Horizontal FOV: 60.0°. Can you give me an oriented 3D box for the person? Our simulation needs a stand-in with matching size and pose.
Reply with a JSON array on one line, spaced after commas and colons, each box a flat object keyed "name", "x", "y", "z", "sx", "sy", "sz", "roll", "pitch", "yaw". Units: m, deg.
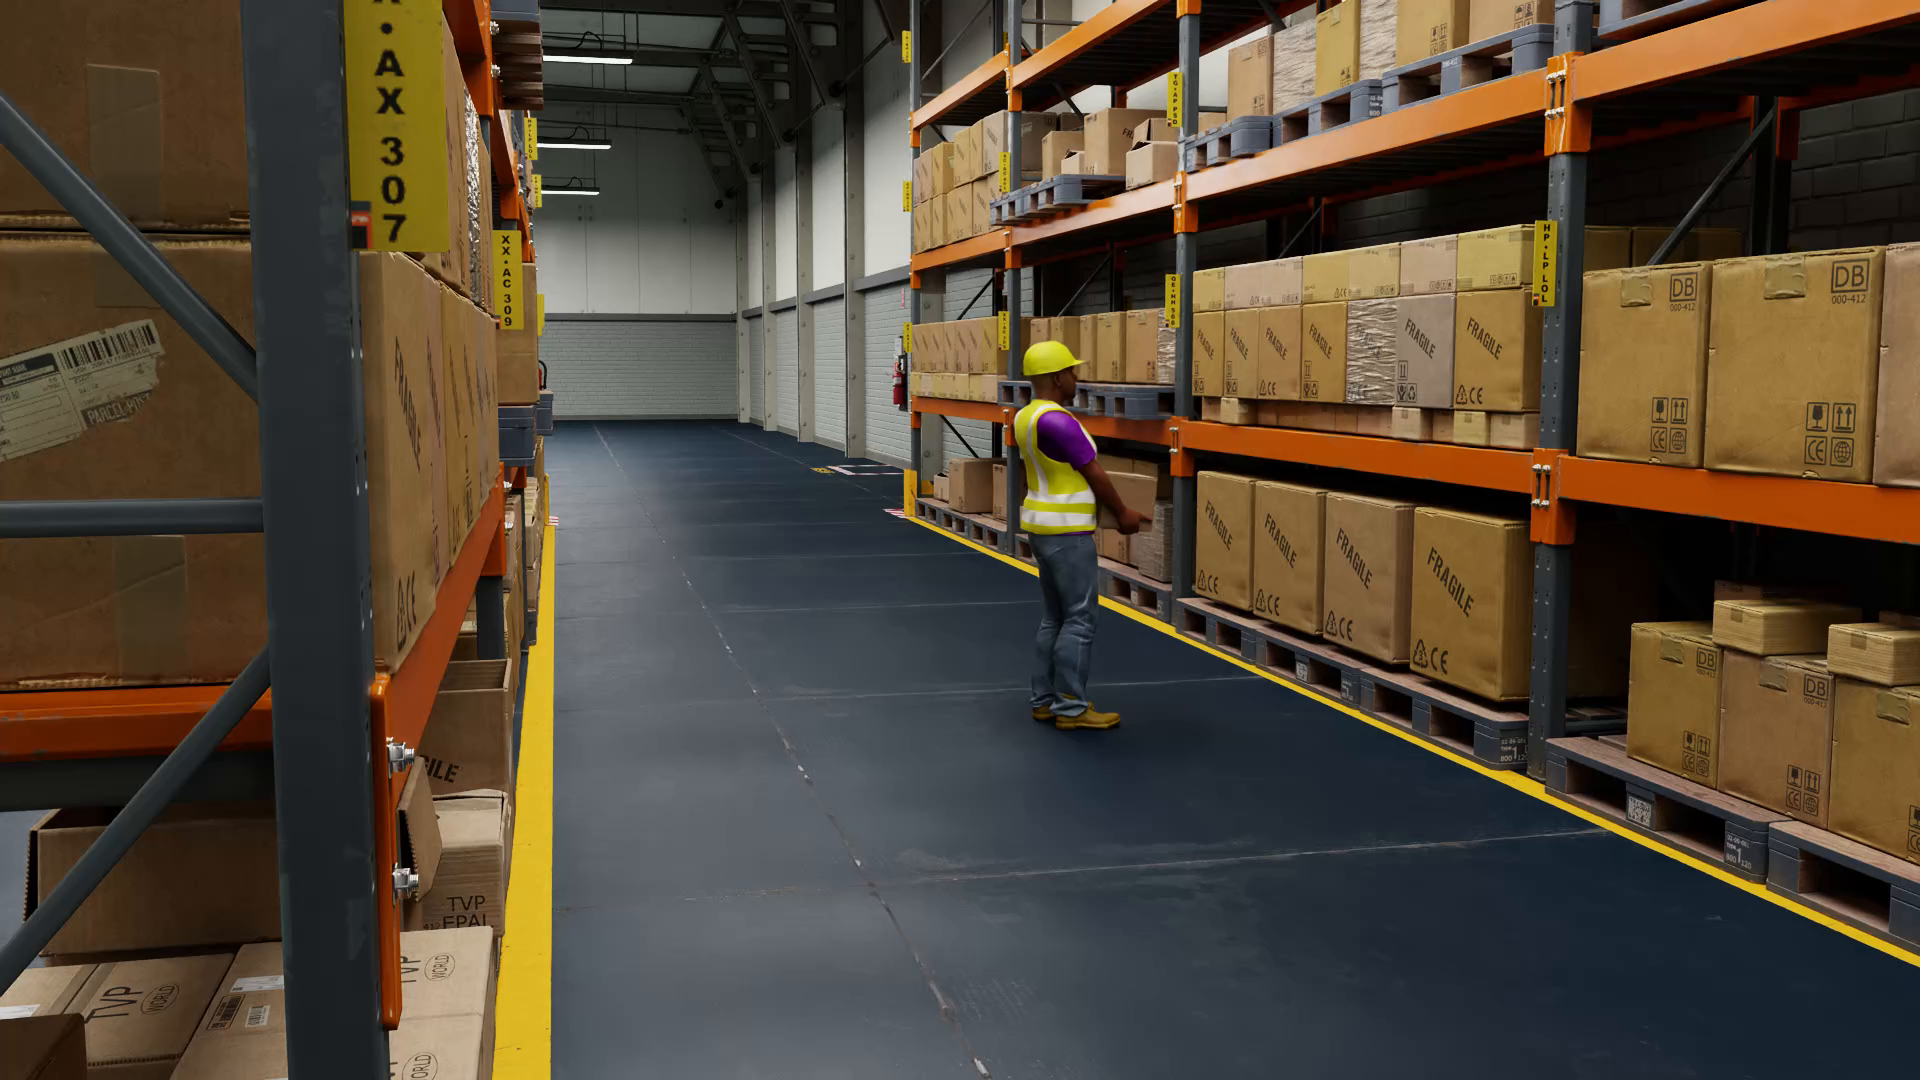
[{"name": "person", "x": 0.559, "y": -0.029, "z": 7.645, "sx": 0.584, "sy": 1.760, "sz": 0.503, "roll": -1, "pitch": 6, "yaw": -13}]
